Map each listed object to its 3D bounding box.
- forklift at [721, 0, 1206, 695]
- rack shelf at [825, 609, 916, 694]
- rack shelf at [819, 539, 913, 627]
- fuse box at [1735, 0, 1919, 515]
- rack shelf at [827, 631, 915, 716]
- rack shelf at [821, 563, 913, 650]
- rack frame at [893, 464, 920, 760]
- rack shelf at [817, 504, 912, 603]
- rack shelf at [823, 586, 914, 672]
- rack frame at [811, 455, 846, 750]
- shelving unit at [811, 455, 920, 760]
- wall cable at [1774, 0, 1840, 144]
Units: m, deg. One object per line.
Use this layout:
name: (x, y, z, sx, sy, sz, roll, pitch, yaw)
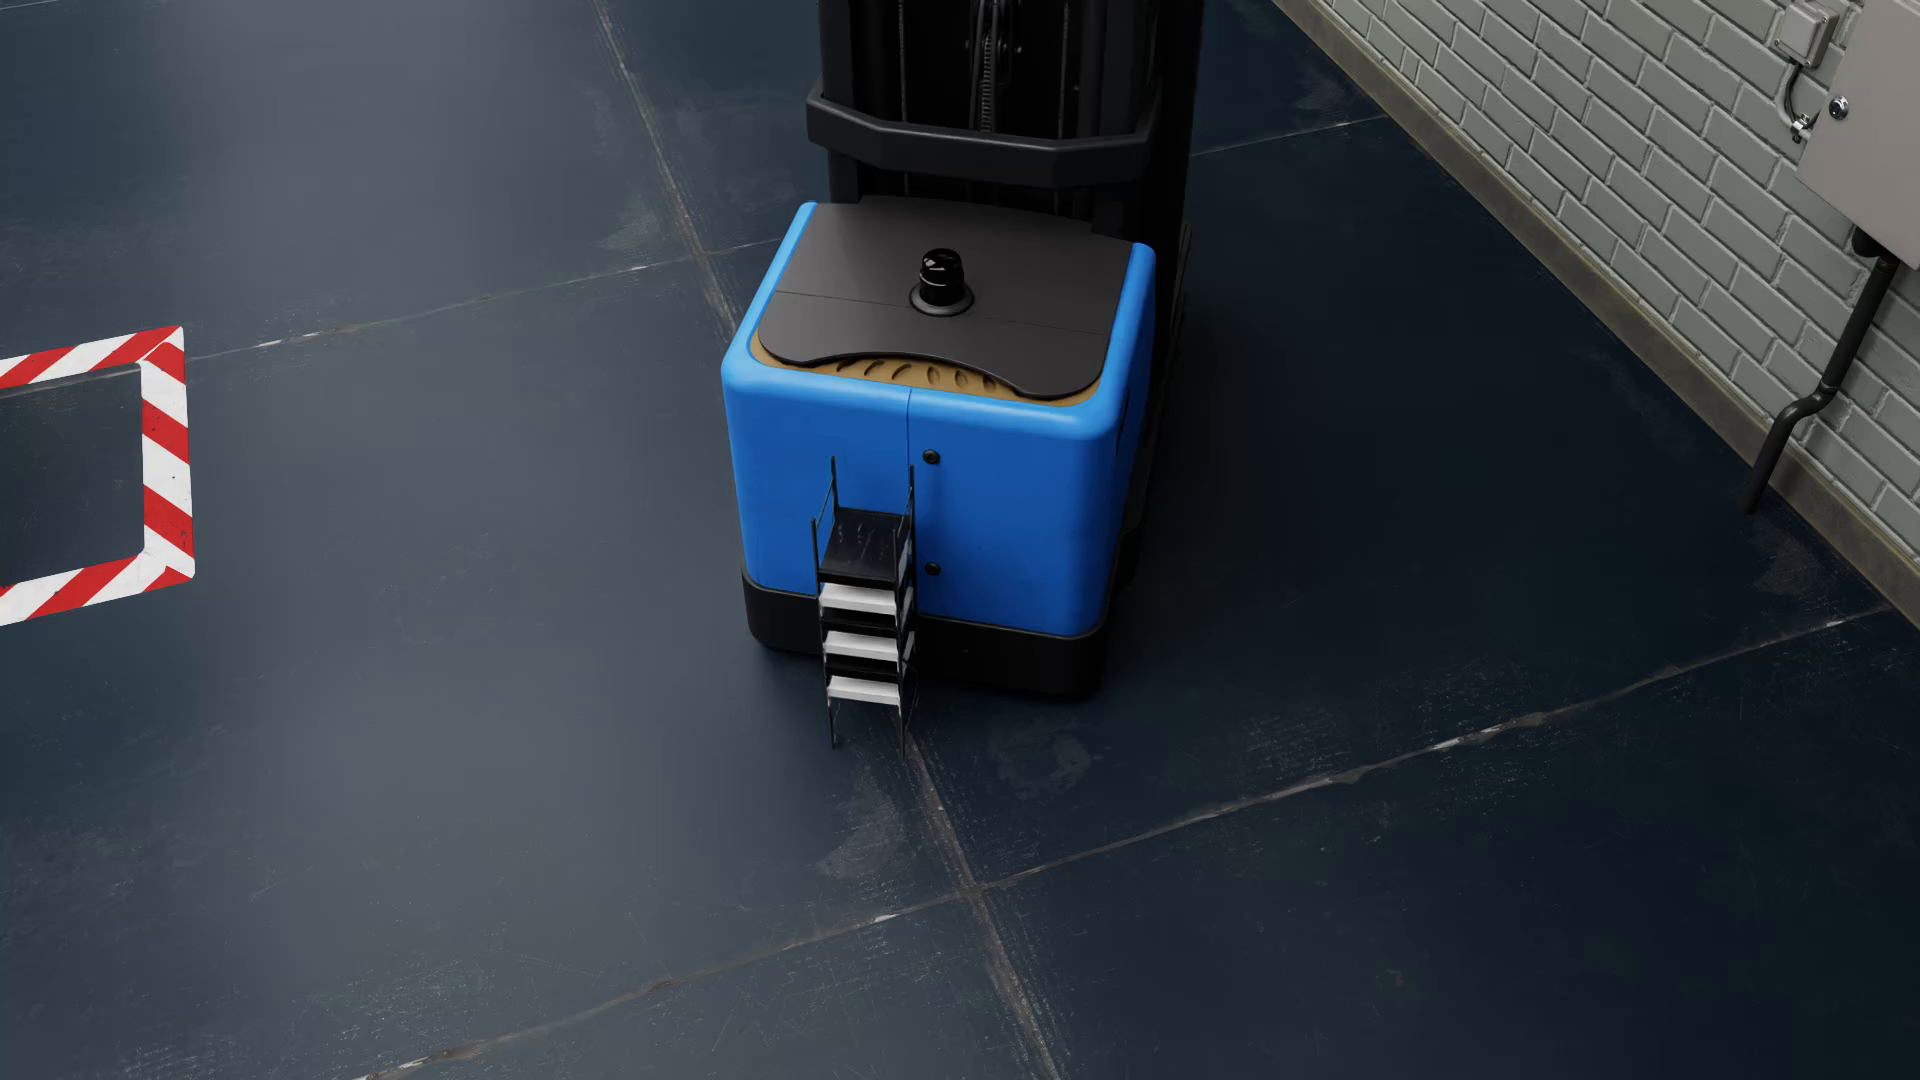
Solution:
forklift: (0.191, -1.656, 4.831, 1.130, 2.935, 3.031, 9, 46, 9)
rack shelf: (-0.239, 0.287, 4.503, 0.200, 0.077, 0.258, 7, 46, 7)
rack shelf: (-0.239, 0.096, 4.312, 0.200, 0.077, 0.258, 7, 46, 7)
fuse box: (2.508, -0.679, 4.718, 0.414, 1.711, 0.539, -14, 47, -14)
rack shelf: (-0.239, 0.350, 4.567, 0.200, 0.077, 0.258, 7, 46, 7)
rack shelf: (-0.239, 0.160, 4.376, 0.200, 0.077, 0.258, 7, 46, 7)
rack frame: (-0.138, 0.212, 4.404, 0.006, 0.900, 0.240, 7, 46, 7)
rack shelf: (-0.239, 0.032, 4.248, 0.200, 0.077, 0.258, 7, 46, 7)
rack shelf: (-0.239, 0.223, 4.439, 0.200, 0.077, 0.258, 7, 46, 7)
rack frame: (-0.339, 0.188, 4.428, 0.006, 0.900, 0.240, 7, 46, 7)
shelving unit: (-0.239, 0.200, 4.416, 0.210, 0.900, 0.258, 7, 46, 7)
wall cable: (2.424, -1.985, 4.393, 0.122, 1.984, 0.588, -14, 47, -14)
